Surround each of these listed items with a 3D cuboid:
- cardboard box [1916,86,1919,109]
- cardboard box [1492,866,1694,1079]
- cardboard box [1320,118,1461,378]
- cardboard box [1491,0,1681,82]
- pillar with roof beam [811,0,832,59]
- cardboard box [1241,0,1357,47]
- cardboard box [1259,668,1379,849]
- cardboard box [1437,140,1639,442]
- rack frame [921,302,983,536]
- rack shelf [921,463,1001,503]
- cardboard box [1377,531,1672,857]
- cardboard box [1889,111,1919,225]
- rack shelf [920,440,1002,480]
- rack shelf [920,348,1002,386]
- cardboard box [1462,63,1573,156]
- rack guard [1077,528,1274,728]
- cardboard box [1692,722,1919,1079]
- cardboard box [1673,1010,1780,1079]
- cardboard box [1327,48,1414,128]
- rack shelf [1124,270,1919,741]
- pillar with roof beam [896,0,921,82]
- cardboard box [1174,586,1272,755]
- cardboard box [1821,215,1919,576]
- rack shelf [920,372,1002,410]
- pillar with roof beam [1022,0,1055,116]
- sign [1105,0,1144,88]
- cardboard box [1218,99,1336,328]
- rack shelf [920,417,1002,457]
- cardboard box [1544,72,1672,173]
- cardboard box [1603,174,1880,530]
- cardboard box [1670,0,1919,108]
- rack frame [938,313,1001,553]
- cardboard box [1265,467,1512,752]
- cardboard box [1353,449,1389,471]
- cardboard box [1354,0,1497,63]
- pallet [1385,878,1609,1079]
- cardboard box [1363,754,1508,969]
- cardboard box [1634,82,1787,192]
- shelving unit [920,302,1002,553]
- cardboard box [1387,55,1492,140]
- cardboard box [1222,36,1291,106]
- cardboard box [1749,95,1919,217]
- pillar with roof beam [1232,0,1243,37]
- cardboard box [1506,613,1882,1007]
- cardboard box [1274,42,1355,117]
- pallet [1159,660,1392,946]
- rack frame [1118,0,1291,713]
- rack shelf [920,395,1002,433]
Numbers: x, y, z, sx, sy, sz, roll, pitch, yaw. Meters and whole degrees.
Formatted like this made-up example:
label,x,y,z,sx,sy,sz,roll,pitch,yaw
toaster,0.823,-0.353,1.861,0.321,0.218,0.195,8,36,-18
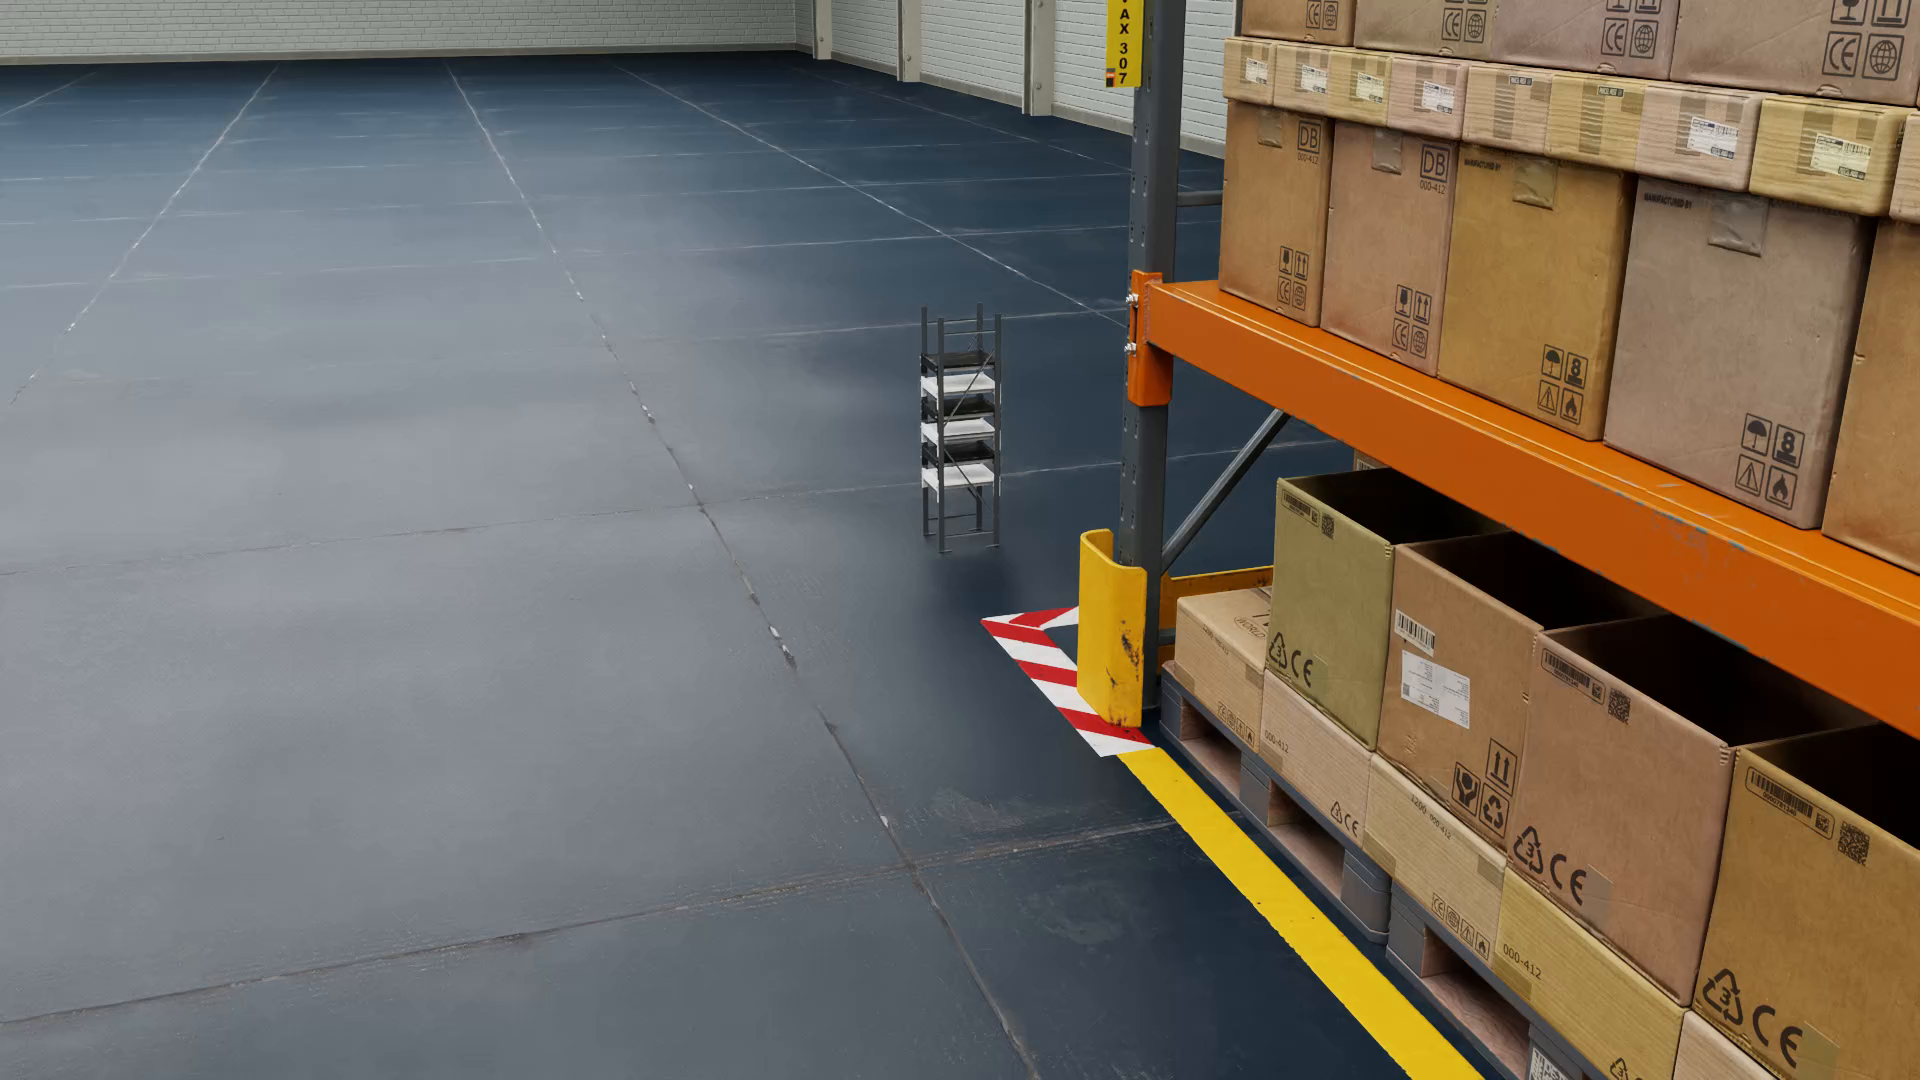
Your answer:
label,x,y,z,sx,sy,sz,roll,pitch,yaw
cardboard box,1.754,-0.802,2.144,0.700,0.500,0.500,-6,21,-17
cardboard box,1.387,0.811,3.169,0.500,0.250,0.500,-6,21,-17
cardboard box,1.264,-0.691,3.755,0.700,0.500,0.500,-6,21,-16
cardboard box,1.440,-1.123,3.038,0.700,0.500,0.500,-6,21,-17
pillar with roof beam,-6.814,-13.351,30.275,9.100,9.000,0.400,-6,21,-17
cardboard box,1.111,-1.453,3.956,0.700,0.500,0.500,-6,21,-17
cardboard box,1.078,0.489,4.064,0.500,0.250,0.500,-6,21,-17
cardboard box,1.414,-0.531,3.310,0.700,0.500,0.500,-6,21,-17
rack frame,-0.029,-0.454,6.348,0.240,0.900,0.006,-6,21,-17
rack shelf,0.003,-0.220,6.329,0.258,0.077,0.200,-6,21,-17
cardboard box,1.245,0.295,3.494,0.500,0.500,0.500,-6,21,-17
cardboard box,1.530,-0.504,2.275,0.380,0.149,0.250,-6,21,-16
rack shelf,0.003,-0.305,6.299,0.258,0.077,0.200,-6,21,-17
rack shelf,0.003,-0.644,6.177,0.258,0.077,0.200,-6,21,-17
cardboard box,1.204,-0.836,3.198,0.380,0.149,0.250,-7,21,-19
rack guard,0.952,0.206,5.104,1.175,0.500,0.348,-6,21,-17
cardboard box,1.557,0.617,2.599,0.500,0.500,0.500,-6,21,-17
cardboard box,1.545,0.971,2.722,0.500,0.250,0.500,-6,21,-17
cardboard box,1.041,-1.002,3.661,0.380,0.149,0.250,-6,21,-17
rack shelf,1.588,0.017,2.995,1.077,0.370,4.000,-6,21,-17
pillar with roof beam,-4.928,-11.426,24.915,9.100,9.000,0.400,-6,21,-17
cardboard box,0.917,0.329,4.509,0.500,0.250,0.500,-6,21,-17
cardboard box,1.745,-0.198,2.383,0.700,0.500,0.500,-6,21,-16
rack shelf,0.003,-0.559,6.208,0.258,0.077,0.200,-6,21,-17
pillar with roof beam,-3.042,-9.500,19.554,9.100,9.000,0.400,-6,21,-17
sign,0.431,-1.351,4.342,0.100,0.325,0.005,-6,21,-17
cardboard box,1.094,-0.859,4.223,0.700,0.500,0.500,-6,21,-17
rack shelf,0.003,-0.390,6.268,0.258,0.077,0.200,-6,21,-17
cardboard box,1.285,-0.754,2.970,0.380,0.149,0.250,-7,21,-18
cardboard box,1.583,-0.362,2.840,0.700,0.500,0.500,-6,21,-16
cardboard box,1.598,-0.962,2.590,0.700,0.500,0.500,-6,21,-17
rack frame,0.034,-0.388,6.166,0.240,0.900,0.006,-6,21,-17
cardboard box,1.076,0.136,3.936,0.500,0.500,0.500,-6,21,-17
cardboard box,1.411,-0.079,4.536,0.500,0.500,0.500,-6,21,-17
cardboard box,1.281,-1.284,3.488,0.700,0.500,0.500,-7,21,-19
pallet,1.619,0.981,3.373,1.003,0.211,1.213,-6,21,-17
cardboard box,1.234,0.650,3.617,0.500,0.250,0.500,-6,21,-17
cardboard box,1.361,-0.673,2.746,0.380,0.149,0.250,-6,21,-17
shelving unit,0.003,-0.421,6.257,0.258,0.900,0.210,-6,21,-17
cardboard box,1.118,-0.921,3.435,0.380,0.149,0.250,-7,21,-18
cardboard box,0.878,-1.167,4.120,0.380,0.149,0.250,-7,21,-18
cardboard box,1.444,-0.589,2.511,0.380,0.149,0.250,-6,21,-15
pillar with roof beam,-1.156,-7.575,14.193,9.100,9.000,0.400,-6,21,-17
cardboard box,1.386,0.458,3.042,0.500,0.500,0.500,-6,21,-17
cardboard box,0.964,-1.082,3.885,0.380,0.149,0.250,-7,21,-19
pallet,1.240,0.590,4.461,1.003,0.211,1.213,-6,21,-17
rack frame,0.959,-0.963,4.660,1.000,3.000,0.127,-6,21,-17
rack shelf,0.003,-0.474,6.238,0.258,0.077,0.200,-6,21,-17
